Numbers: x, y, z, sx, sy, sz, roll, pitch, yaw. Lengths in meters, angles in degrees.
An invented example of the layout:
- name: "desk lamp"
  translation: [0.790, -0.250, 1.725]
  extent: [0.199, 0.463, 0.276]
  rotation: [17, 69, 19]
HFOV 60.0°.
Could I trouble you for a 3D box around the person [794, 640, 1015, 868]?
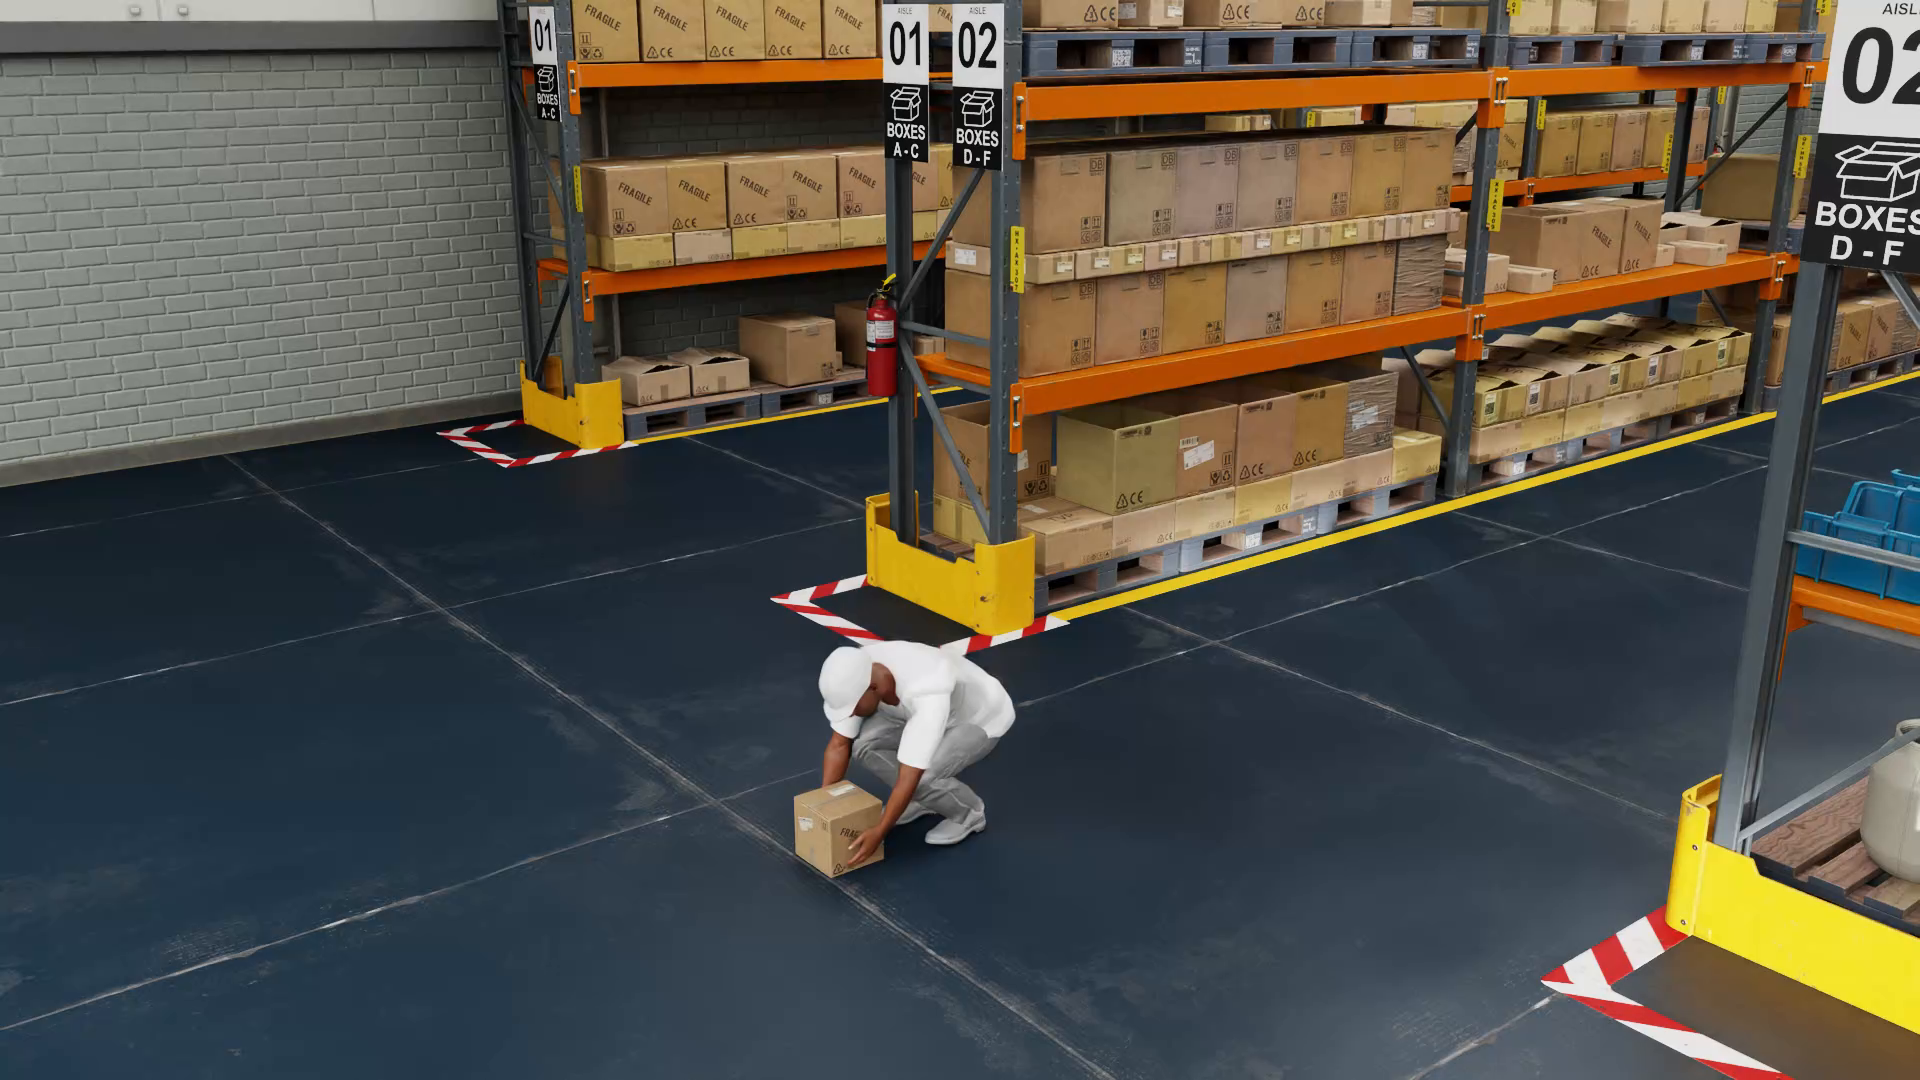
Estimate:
- name: "person"
  translation: [-0.179, 0.763, 6.544]
  extent: [0.896, 0.903, 0.563]
  rotation: [-13, 22, -36]
